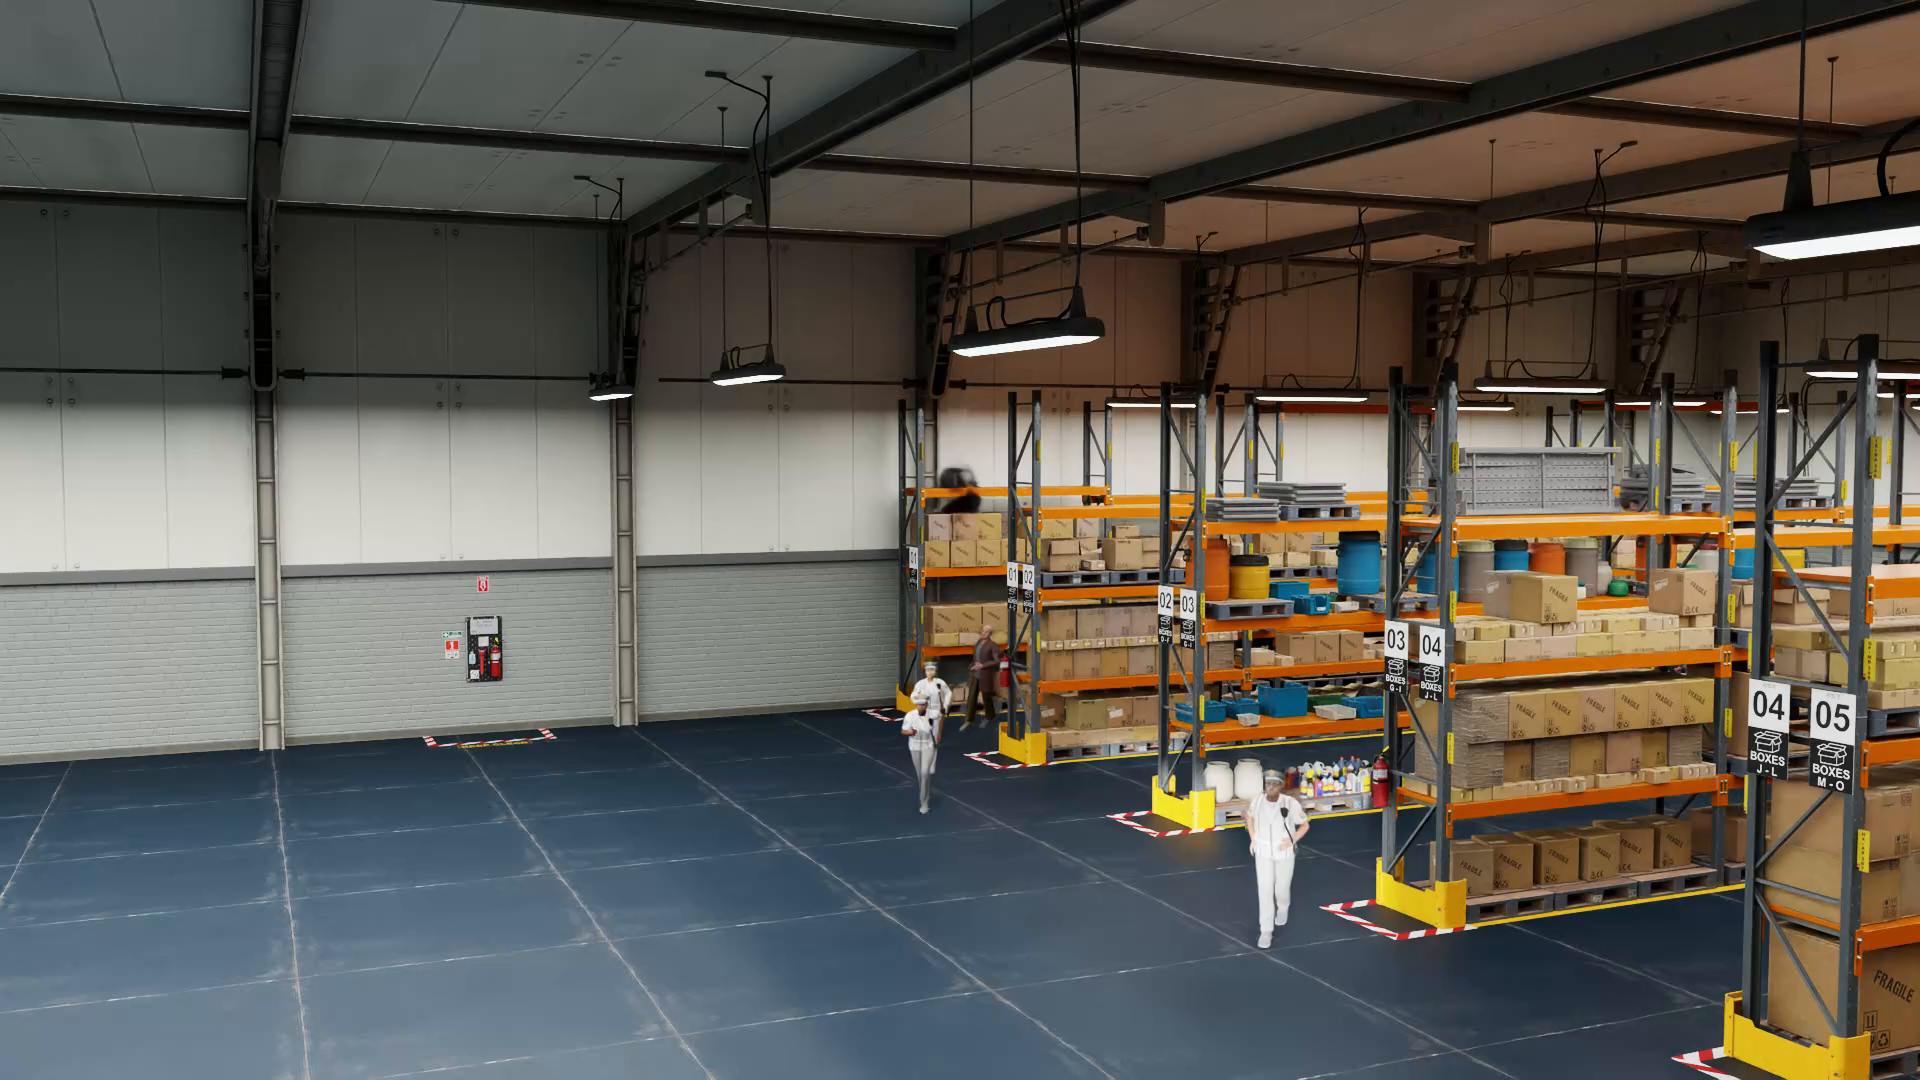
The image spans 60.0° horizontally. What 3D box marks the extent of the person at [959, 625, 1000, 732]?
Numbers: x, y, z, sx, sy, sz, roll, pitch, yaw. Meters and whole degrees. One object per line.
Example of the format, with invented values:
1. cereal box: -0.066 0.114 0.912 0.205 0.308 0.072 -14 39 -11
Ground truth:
1. person: 0.405 2.348 28.335 0.703 1.802 0.851 3 4 39

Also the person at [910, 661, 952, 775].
1. person: -0.455 2.722 25.826 0.630 1.698 0.932 0 3 4

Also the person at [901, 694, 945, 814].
1. person: -0.518 2.970 23.455 0.569 1.687 0.918 1 3 9

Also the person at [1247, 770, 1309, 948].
1. person: 3.292 3.250 17.280 0.657 1.786 0.892 1 4 20
